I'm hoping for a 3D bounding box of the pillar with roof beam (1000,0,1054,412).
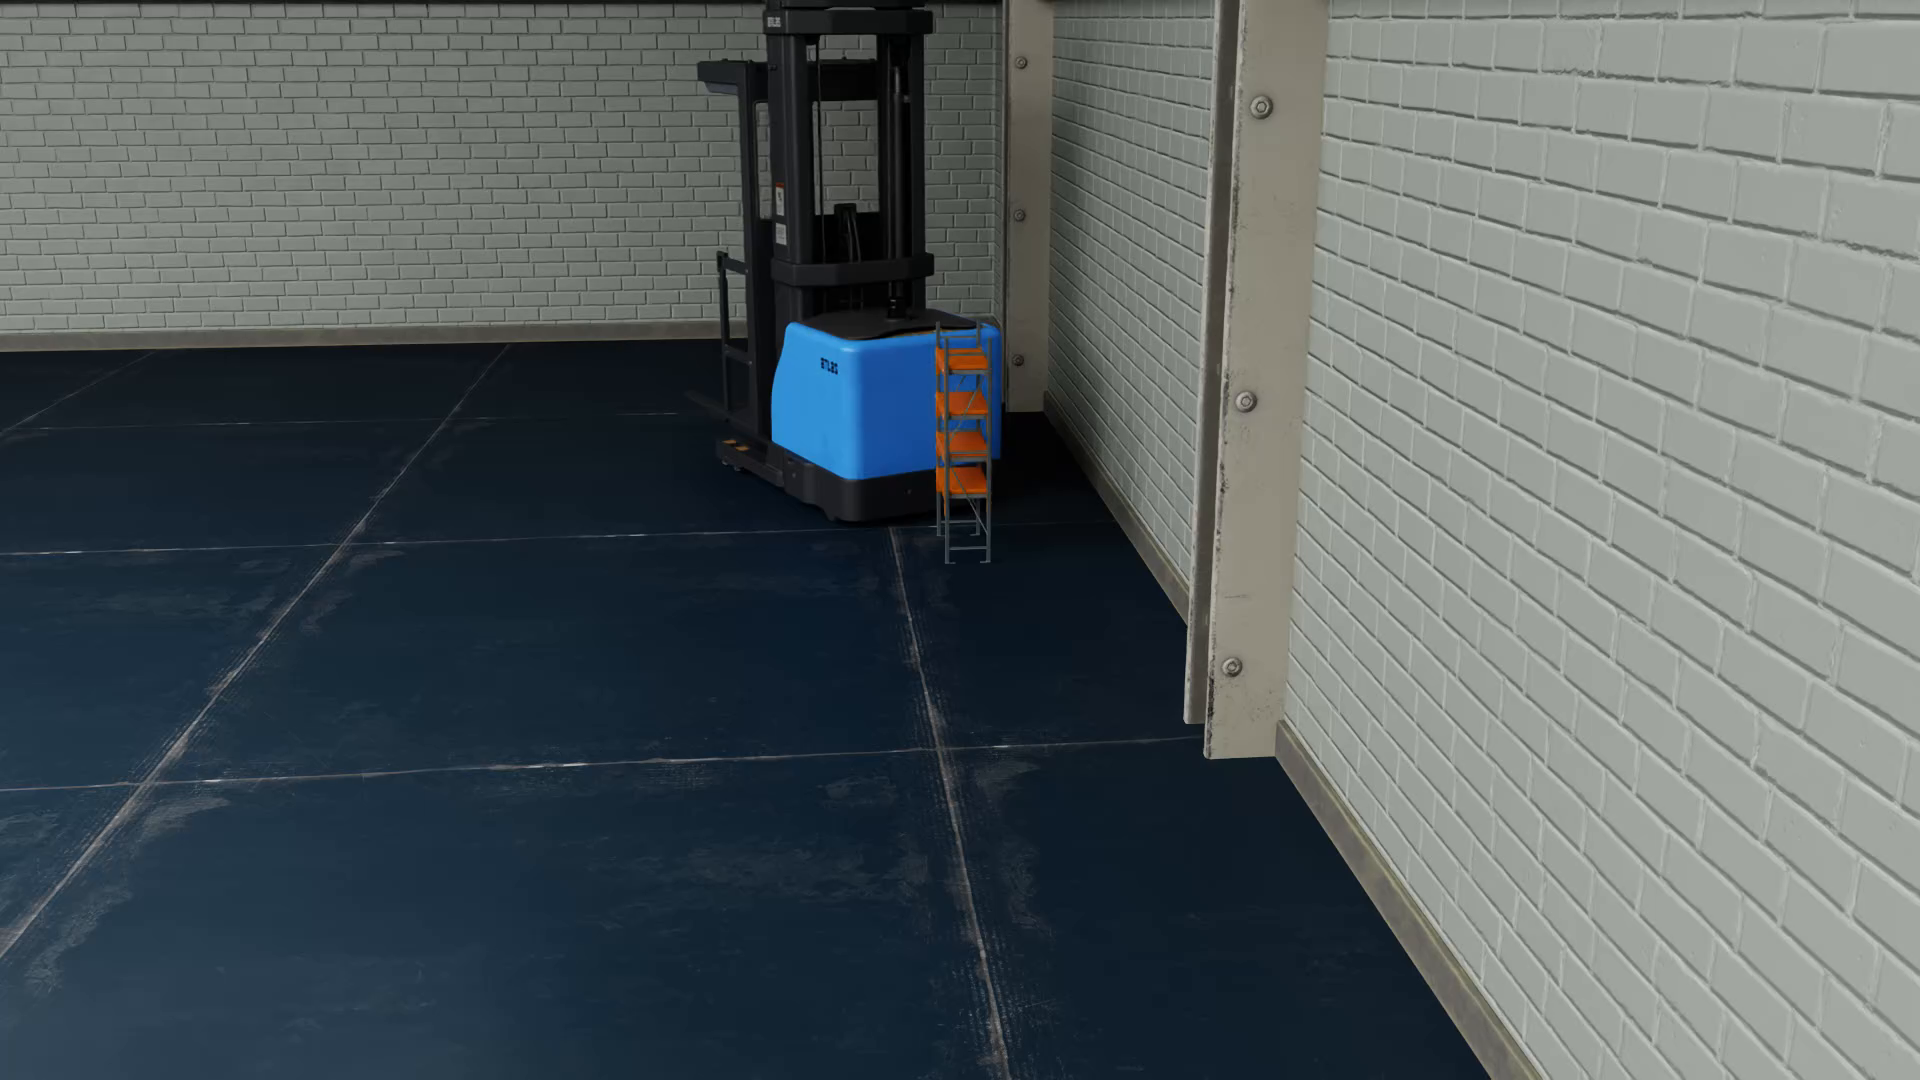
[{"bbox_3d":[-3.809,-5.160,10.590,9.100,9.000,0.400,-2,18,-6],"label":"pillar with roof beam"}]

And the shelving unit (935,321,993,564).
[{"bbox_3d":[0.017,-0.523,8.840,0.258,1.200,0.503,-2,18,-6],"label":"shelving unit"}]

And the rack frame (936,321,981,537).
[{"bbox_3d":[-0.008,-0.596,9.072,0.240,1.200,0.015,-2,18,-6],"label":"rack frame"}]

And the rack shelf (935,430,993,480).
[{"bbox_3d":[0.017,-0.459,8.860,0.258,0.148,0.480,-2,18,-6],"label":"rack shelf"}]

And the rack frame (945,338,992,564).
[{"bbox_3d":[0.042,-0.450,8.609,0.240,1.200,0.015,-2,18,-6],"label":"rack frame"}]

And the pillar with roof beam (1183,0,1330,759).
[{"bbox_3d":[-3.190,-3.373,4.896,9.100,9.000,0.400,-2,18,-6],"label":"pillar with roof beam"}]

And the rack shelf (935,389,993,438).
[{"bbox_3d":[0.017,-0.672,8.793,0.258,0.148,0.480,-2,18,-6],"label":"rack shelf"}]

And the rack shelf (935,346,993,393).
[{"bbox_3d":[0.017,-0.898,8.723,0.258,0.148,0.480,-2,18,-6],"label":"rack shelf"}]

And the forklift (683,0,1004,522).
[{"bbox_3d":[-0.917,-1.890,10.304,1.130,2.935,3.031,-10,20,-28],"label":"forklift"}]

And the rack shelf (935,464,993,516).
[{"bbox_3d":[0.017,-0.270,8.920,0.258,0.148,0.480,-2,18,-6],"label":"rack shelf"}]
